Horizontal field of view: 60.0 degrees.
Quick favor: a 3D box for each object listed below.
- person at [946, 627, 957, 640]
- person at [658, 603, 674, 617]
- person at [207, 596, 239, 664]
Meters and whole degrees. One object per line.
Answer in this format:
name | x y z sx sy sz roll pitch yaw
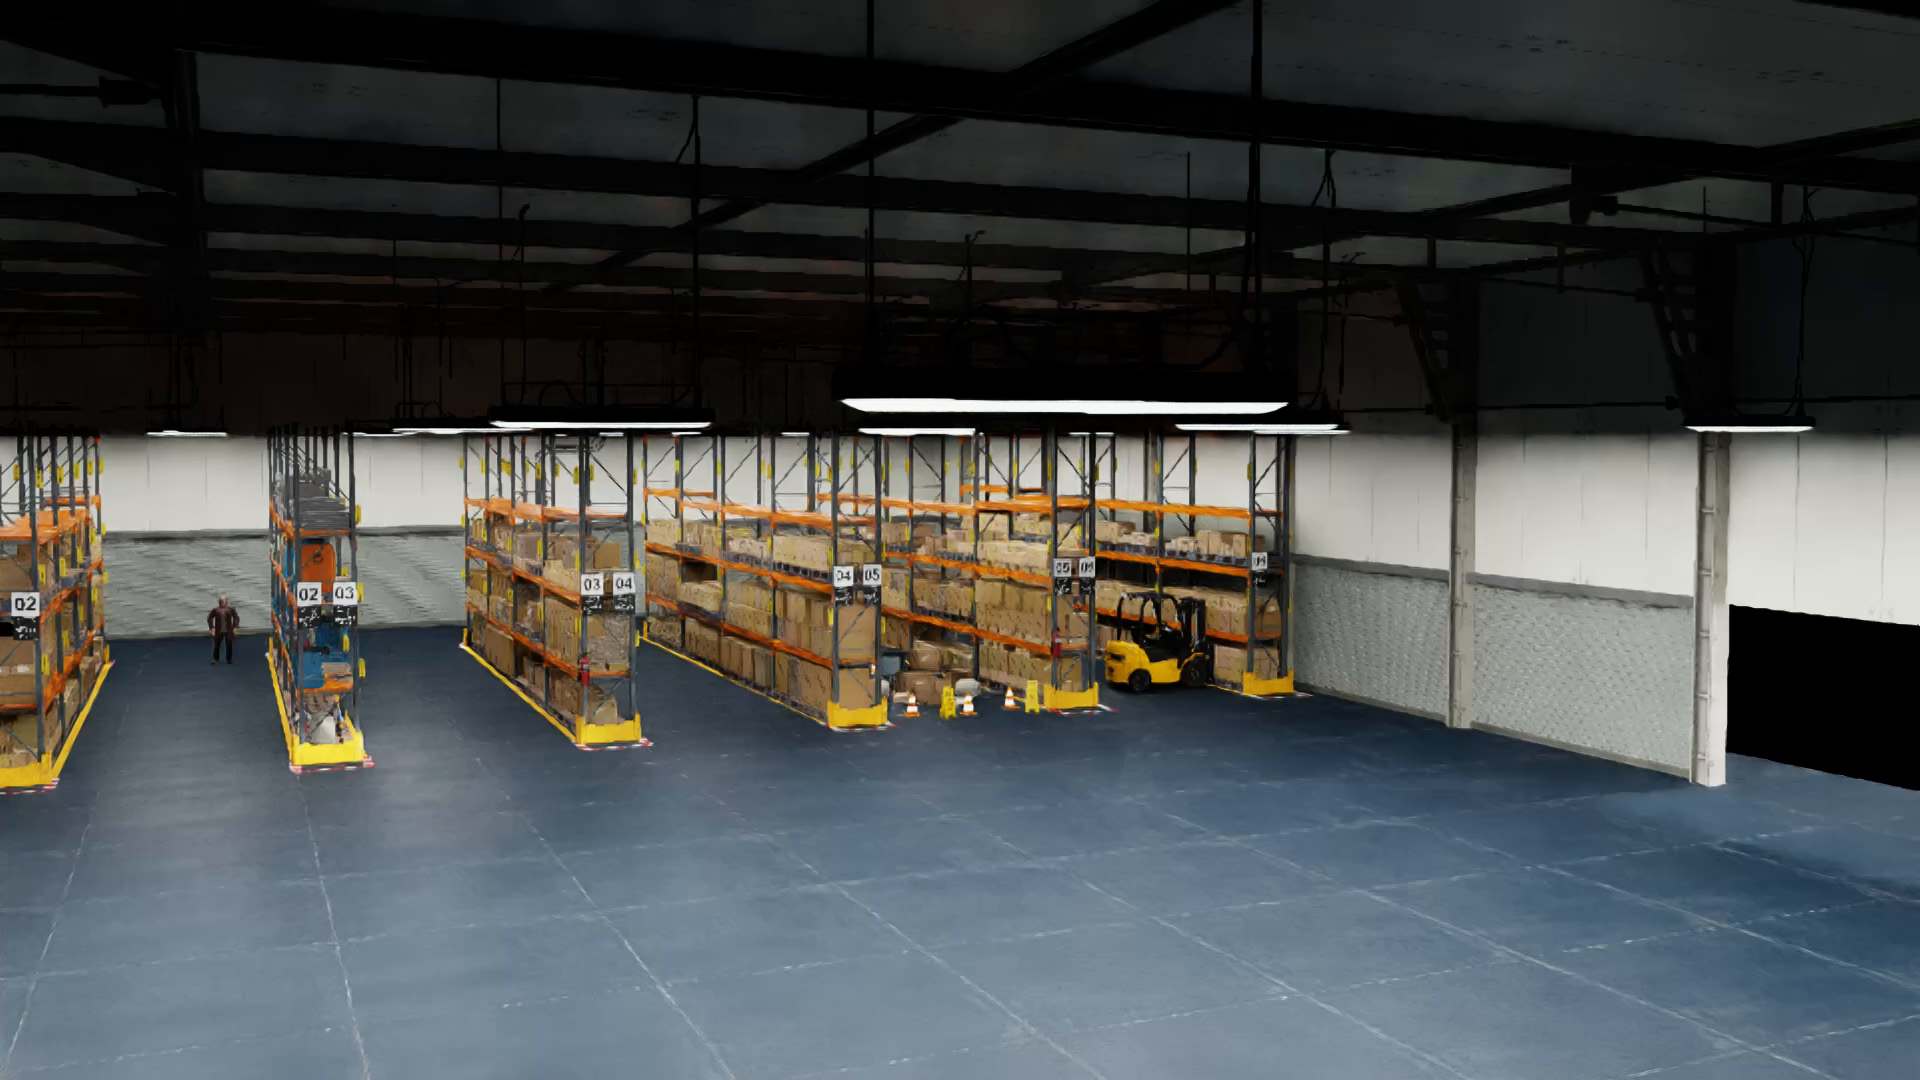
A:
person | -0.378 1.935 47.359 0.591 1.763 0.685 0 3 0
person | -8.817 1.822 49.935 0.587 1.712 0.579 1 4 12
person | -18.702 2.285 42.199 0.724 1.733 0.542 -2 4 -25
